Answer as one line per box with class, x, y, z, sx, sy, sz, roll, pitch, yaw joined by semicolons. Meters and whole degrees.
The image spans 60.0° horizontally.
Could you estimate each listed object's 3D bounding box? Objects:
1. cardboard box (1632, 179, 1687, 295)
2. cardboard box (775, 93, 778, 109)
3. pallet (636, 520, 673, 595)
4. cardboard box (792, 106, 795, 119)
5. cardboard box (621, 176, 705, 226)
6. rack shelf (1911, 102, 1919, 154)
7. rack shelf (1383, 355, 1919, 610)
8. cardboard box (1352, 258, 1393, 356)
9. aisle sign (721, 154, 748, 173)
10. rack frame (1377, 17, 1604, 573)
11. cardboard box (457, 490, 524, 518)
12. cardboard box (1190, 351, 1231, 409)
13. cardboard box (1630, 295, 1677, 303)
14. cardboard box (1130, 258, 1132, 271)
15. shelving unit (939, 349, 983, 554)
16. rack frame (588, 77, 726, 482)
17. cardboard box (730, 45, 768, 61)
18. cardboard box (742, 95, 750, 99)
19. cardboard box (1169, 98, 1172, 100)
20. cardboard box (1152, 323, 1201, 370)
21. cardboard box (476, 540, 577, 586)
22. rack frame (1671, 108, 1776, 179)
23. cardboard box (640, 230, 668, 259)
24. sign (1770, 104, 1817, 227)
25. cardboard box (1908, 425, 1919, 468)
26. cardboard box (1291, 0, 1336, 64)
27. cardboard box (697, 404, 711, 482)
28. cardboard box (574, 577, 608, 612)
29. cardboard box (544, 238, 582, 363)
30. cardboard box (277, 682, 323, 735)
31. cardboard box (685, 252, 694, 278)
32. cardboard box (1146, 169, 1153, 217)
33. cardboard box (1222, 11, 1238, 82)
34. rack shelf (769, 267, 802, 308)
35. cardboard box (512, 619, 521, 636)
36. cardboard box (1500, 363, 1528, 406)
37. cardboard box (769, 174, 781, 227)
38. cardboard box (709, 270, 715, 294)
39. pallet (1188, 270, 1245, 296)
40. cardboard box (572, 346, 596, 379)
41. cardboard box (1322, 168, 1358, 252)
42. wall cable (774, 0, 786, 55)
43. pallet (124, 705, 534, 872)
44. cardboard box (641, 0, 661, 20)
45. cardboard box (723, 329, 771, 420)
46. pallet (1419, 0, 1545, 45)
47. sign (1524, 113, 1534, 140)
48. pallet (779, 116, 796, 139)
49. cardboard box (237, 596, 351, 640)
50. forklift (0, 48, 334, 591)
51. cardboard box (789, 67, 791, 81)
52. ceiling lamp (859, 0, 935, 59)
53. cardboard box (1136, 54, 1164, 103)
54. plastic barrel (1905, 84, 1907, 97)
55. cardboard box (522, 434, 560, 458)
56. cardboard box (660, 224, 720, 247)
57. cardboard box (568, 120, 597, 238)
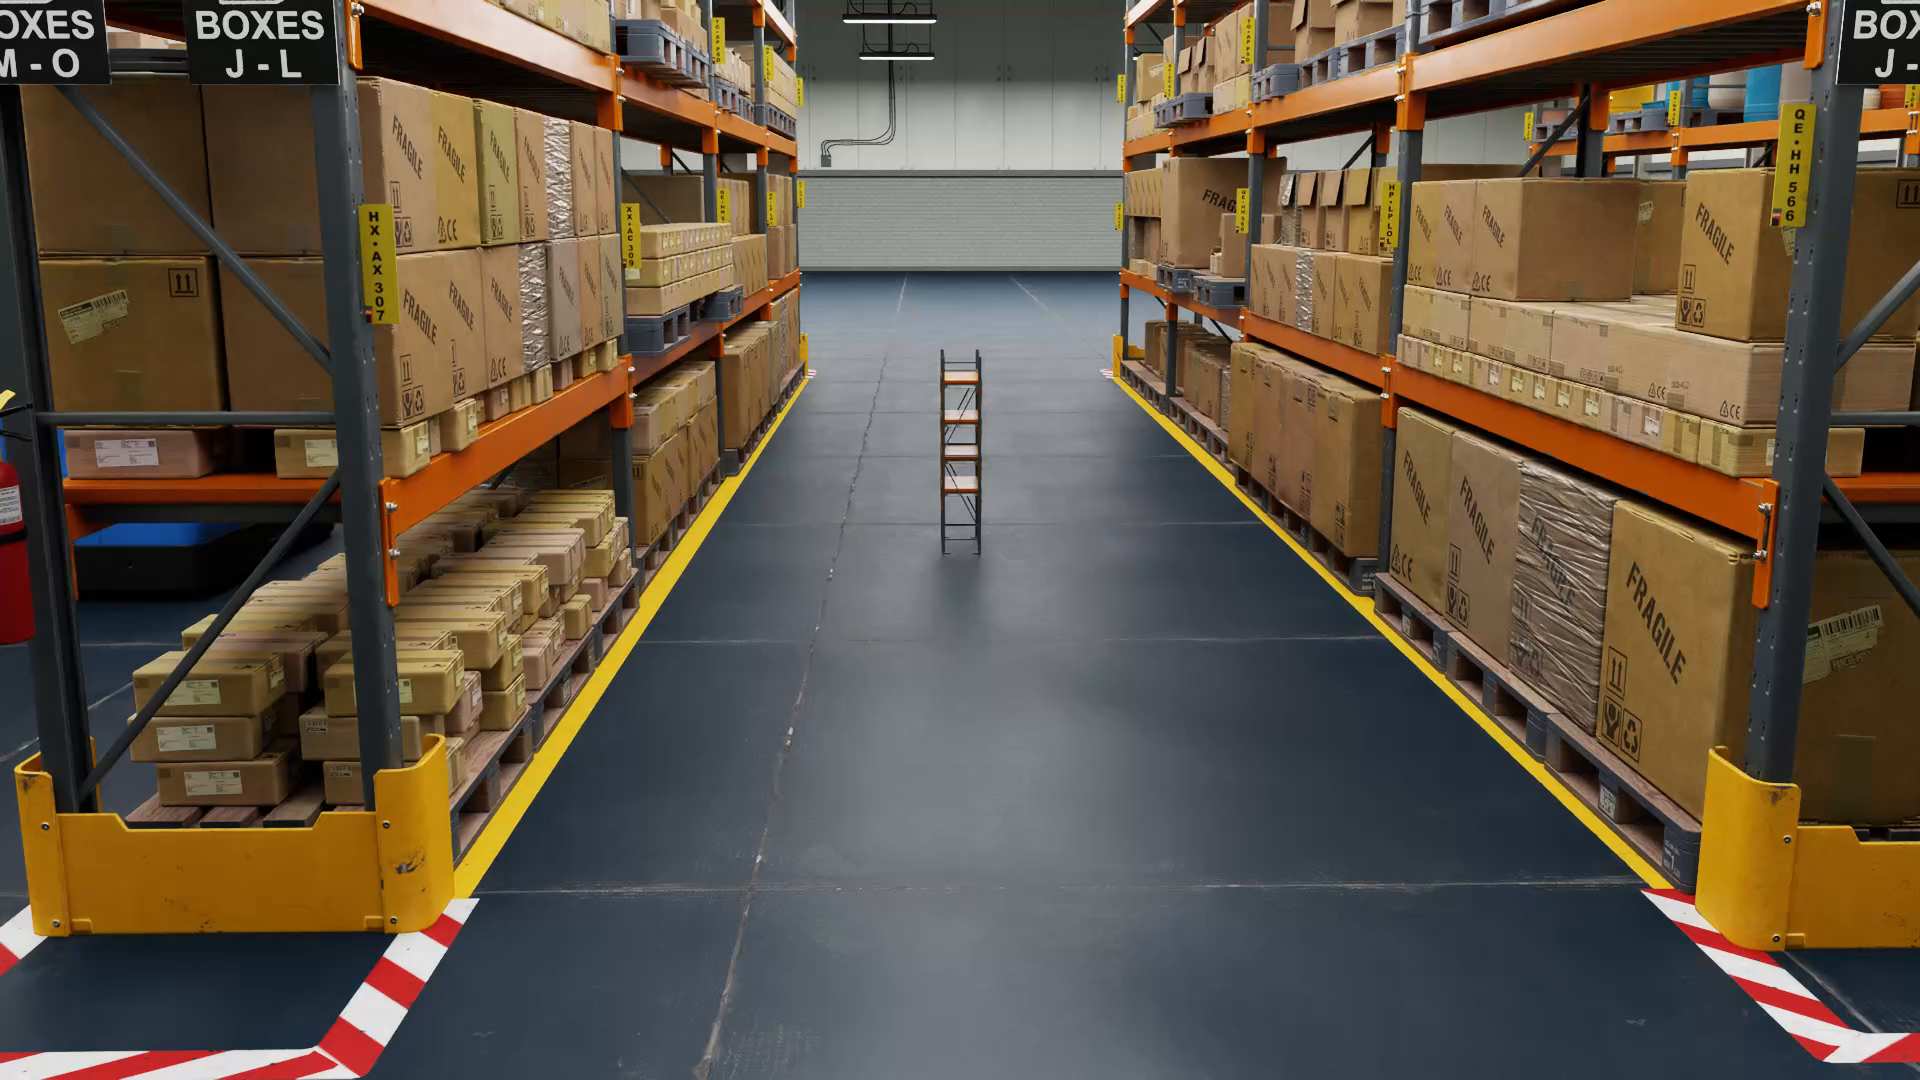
cardboard box;3.014;-1.379;7.555;0.500;0.500;0.500;0;11;-1
cardboard box;-2.079;-4.545;17.200;0.380;0.149;0.250;0;11;-2
pallet;-2.247;0.083;9.619;1.003;0.211;1.213;0;11;-1
cardboard box;-2.127;-5.001;19.446;0.380;0.149;0.250;0;11;-1
cardboard box;-2.312;-2.552;12.829;0.700;0.500;0.500;0;11;-1
rack shelf;7.642;-2.665;10.414;1.077;0.370;4.000;0;11;-1
rack shelf;2.773;-0.379;6.692;1.077;0.370;4.000;0;11;-1
cardboard box;2.449;-1.270;9.023;0.500;0.500;0.500;0;11;-1
aisle sign;-2.779;-4.801;20.142;0.394;0.787;0.004;0;11;-1
rack frame;2.731;-1.129;8.580;1.000;3.000;0.127;0;11;-1
cardboard box;-2.430;-0.160;8.420;0.380;0.149;0.250;0;11;1
cardboard box;2.548;-1.493;15.554;0.700;0.500;0.500;0;11;-2
cardboard box;3.027;-0.910;7.131;0.500;0.250;0.500;0;11;0
cardboard box;2.237;-3.284;19.834;0.380;0.149;0.250;0;11;-1
shelving unit;0.003;-0.555;10.278;0.258;1.200;0.503;0;11;-1
rack frame;-2.312;-1.924;12.498;1.000;3.000;0.127;0;11;-1
cardboard box;-2.063;-4.785;16.377;0.380;0.149;0.250;0;11;-1
cardboard box;-2.220;-4.231;15.394;0.500;0.250;0.500;0;11;-1
cardboard box;2.270;-4.375;16.409;0.380;0.149;0.250;0;11;1
cardboard box;2.526;-2.252;19.348;0.500;0.500;0.500;3;12;14
cardboard box;-1.862;0.100;7.142;0.380;0.149;0.250;-1;11;-3
rack frame;7.518;-2.740;16.519;1.000;3.000;0.127;0;11;-1
cardboard box;-1.778;-1.583;8.898;0.380;0.149;0.250;0;11;2
sign;2.271;-1.018;4.525;0.100;0.325;0.005;0;11;-1
cardboard box;3.137;-0.283;5.041;0.380;0.149;0.250;0;11;-1
cardboard box;2.733;-3.530;11.553;0.797;0.503;0.637;0;11;2
cardboard box;-2.030;-0.672;11.557;0.500;0.500;0.500;0;11;1
cardboard box;-1.889;0.243;7.929;0.380;0.149;0.250;-1;11;-3
cardboard box;-1.919;-1.027;7.075;0.500;0.500;0.500;0;11;-1
cardboard box;-2.395;0.556;5.640;0.380;0.149;0.250;-1;11;-2
cardboard box;-1.805;-1.646;9.954;0.380;0.149;0.250;0;11;1
cardboard box;2.261;-3.691;17.695;0.500;0.500;0.500;0;11;-1
cardboard box;2.367;-3.884;13.106;0.500;0.500;0.500;0;11;-1
rack shelf;-2.436;-2.764;18.449;1.077;0.370;4.000;0;11;-1
cardboard box;-1.988;0.346;6.674;0.380;0.149;0.250;0;11;2
cardboard box;2.439;-0.636;6.781;0.380;0.149;0.250;-1;11;-3
cardboard box;-2.369;-3.612;17.726;0.875;0.550;0.550;0;11;-1
cardboard box;-1.825;-1.707;11.004;0.380;0.149;0.250;-1;11;-4
pallet;2.567;-2.224;14.457;1.003;0.211;1.213;0;11;-1
cardboard box;-1.930;-0.846;7.815;0.380;0.149;0.250;0;11;1
cardboard box;2.679;-2.057;10.378;0.797;0.503;0.637;0;11;1
wall cable;-6.834;-16.011;50.516;3.097;2.526;0.112;0;11;-1
pallet;-2.130;0.856;5.808;1.003;0.211;1.213;0;11;-1
cardboard box;-2.130;-3.163;9.745;0.797;0.503;0.637;0;11;-2
cardboard box;-2.276;-1.508;15.048;1.050;0.750;0.750;0;11;-1
pallet;2.738;-2.393;7.489;1.003;0.211;1.213;0;11;-1
sign;6.885;-5.008;20.133;0.100;0.325;0.005;0;11;-1
pallet;-2.452;-4.793;19.321;1.003;0.211;1.213;0;11;-1
cardboard box;-2.433;0.309;6.109;0.380;0.149;0.250;-1;11;-3
forklift;-4.586;-1.399;10.082;1.130;2.935;3.031;0;11;-1
cardboard box;-2.115;-5.289;18.860;0.380;0.149;0.250;0;11;0
ceiling lamp;-1.677;-14.357;44.011;2.000;3.185;0.800;0;11;-1
cardboard box;2.244;-5.128;18.491;0.500;0.500;0.500;0;11;-1
plastic barrel;7.801;-3.824;13.061;0.600;0.901;0.600;0;11;0
cardboard box;-2.498;-0.624;9.436;0.500;0.250;0.500;-1;11;-3
cardboard box;-1.826;-2.048;11.187;0.380;0.149;0.250;0;11;1
cardboard box;-1.933;-1.619;7.478;0.500;0.500;0.500;-1;11;-3
